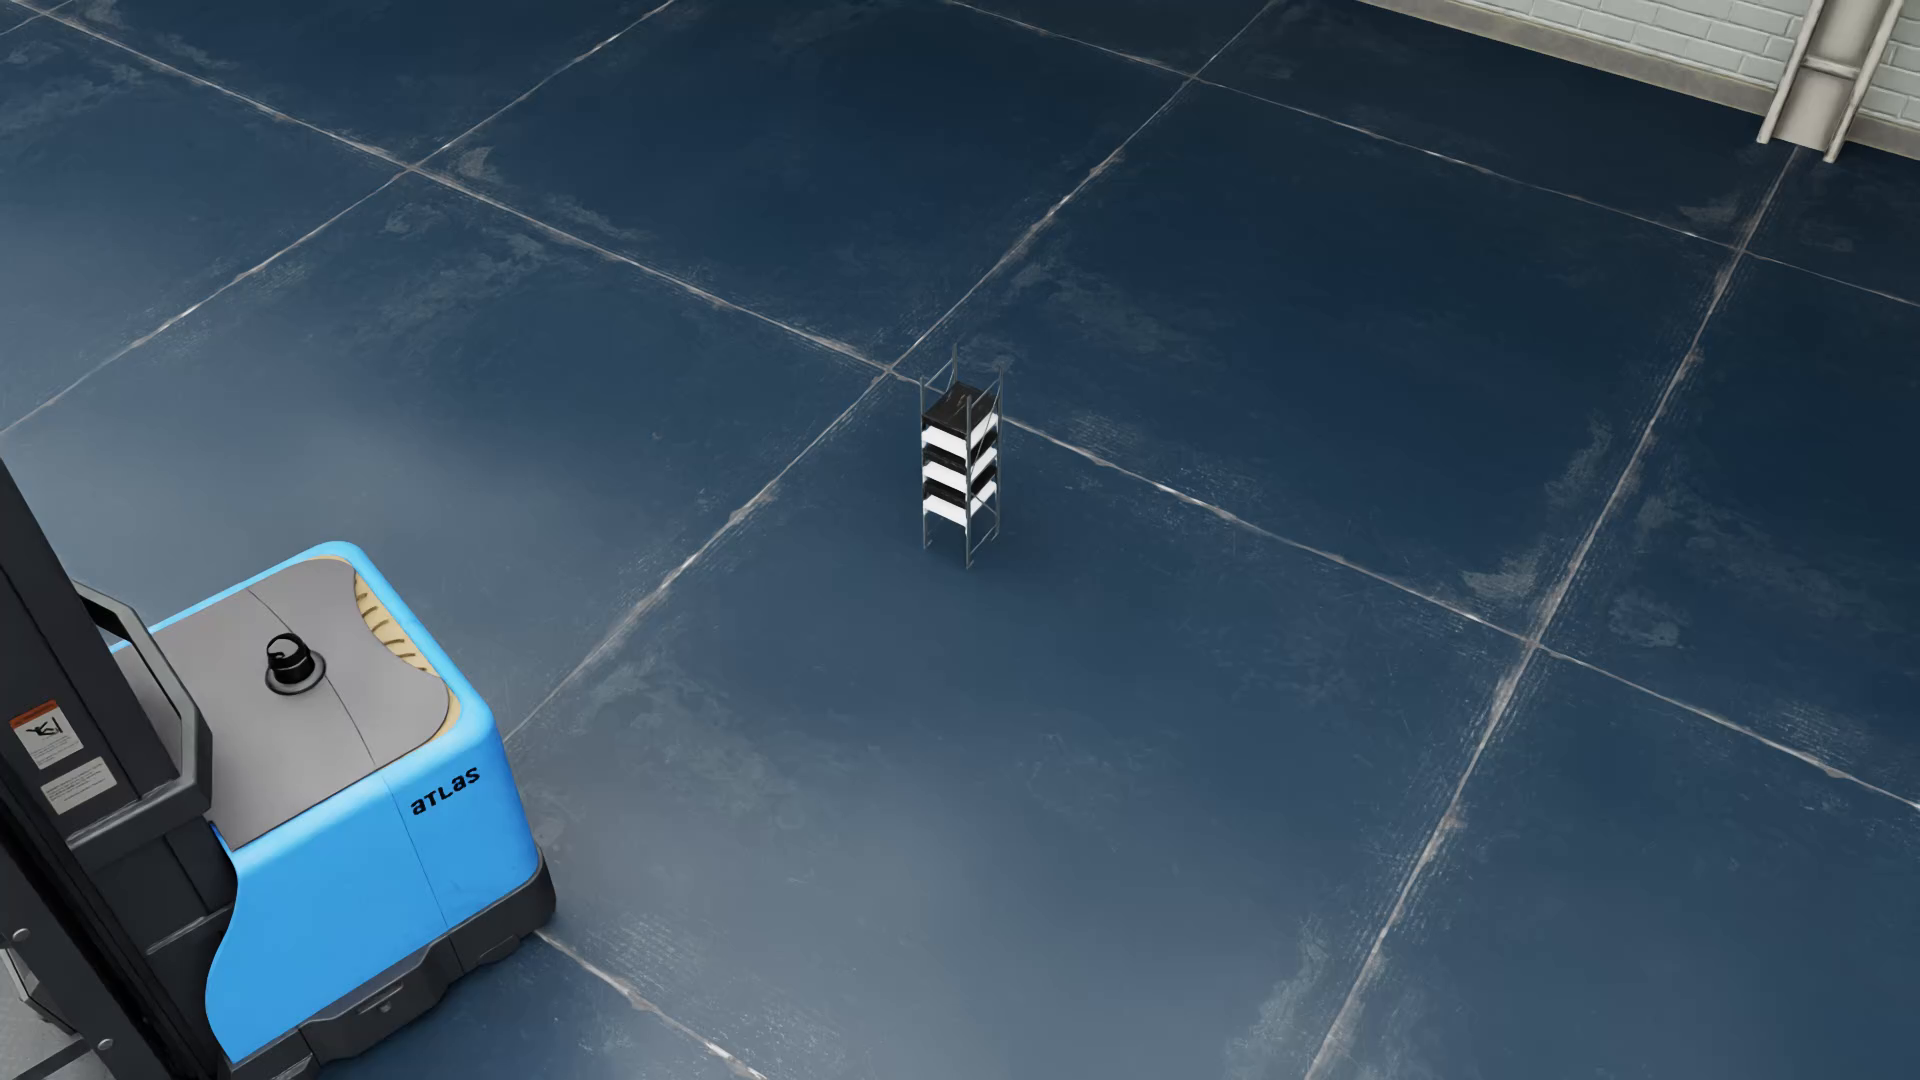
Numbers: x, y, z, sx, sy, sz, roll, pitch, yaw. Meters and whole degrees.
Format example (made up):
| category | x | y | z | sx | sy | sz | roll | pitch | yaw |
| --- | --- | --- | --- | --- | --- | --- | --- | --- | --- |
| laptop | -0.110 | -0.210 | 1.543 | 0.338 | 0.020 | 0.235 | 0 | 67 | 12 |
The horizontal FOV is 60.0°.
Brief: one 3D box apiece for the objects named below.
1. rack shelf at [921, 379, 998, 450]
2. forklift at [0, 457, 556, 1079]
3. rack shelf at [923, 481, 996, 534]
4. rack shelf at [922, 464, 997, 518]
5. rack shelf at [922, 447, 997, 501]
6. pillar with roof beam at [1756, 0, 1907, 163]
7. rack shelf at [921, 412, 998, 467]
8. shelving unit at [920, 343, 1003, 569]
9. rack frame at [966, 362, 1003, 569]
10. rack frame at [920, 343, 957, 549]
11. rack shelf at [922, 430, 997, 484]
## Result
| category | x | y | z | sx | sy | sz | roll | pitch | yaw |
| --- | --- | --- | --- | --- | --- | --- | --- | --- | --- |
| rack shelf | 0.007 | -0.475 | 6.254 | 0.200 | 0.077 | 0.258 | 25 | 51 | 22 |
| forklift | -2.788 | 0.647 | 4.078 | 3.031 | 2.935 | 1.130 | -31 | 53 | -27 |
| rack shelf | 0.007 | -0.162 | 6.577 | 0.200 | 0.077 | 0.258 | 25 | 51 | 22 |
| rack shelf | 0.007 | -0.225 | 6.513 | 0.200 | 0.077 | 0.258 | 25 | 51 | 22 |
| rack shelf | 0.007 | -0.287 | 6.448 | 0.200 | 0.077 | 0.258 | 25 | 51 | 22 |
| pillar with roof beam | 2.138 | -2.665 | 3.065 | 0.400 | 9.000 | 9.100 | 25 | 51 | 22 |
| rack shelf | 0.007 | -0.413 | 6.319 | 0.200 | 0.077 | 0.258 | 25 | 51 | 22 |
| shelving unit | 0.007 | -0.310 | 6.424 | 0.210 | 0.900 | 0.258 | 25 | 51 | 22 |
| rack frame | 0.092 | -0.271 | 6.386 | 0.006 | 0.900 | 0.240 | 25 | 51 | 22 |
| rack frame | -0.079 | -0.350 | 6.462 | 0.006 | 0.900 | 0.240 | 25 | 51 | 22 |
| rack shelf | 0.007 | -0.350 | 6.384 | 0.200 | 0.077 | 0.258 | 25 | 51 | 22 |
